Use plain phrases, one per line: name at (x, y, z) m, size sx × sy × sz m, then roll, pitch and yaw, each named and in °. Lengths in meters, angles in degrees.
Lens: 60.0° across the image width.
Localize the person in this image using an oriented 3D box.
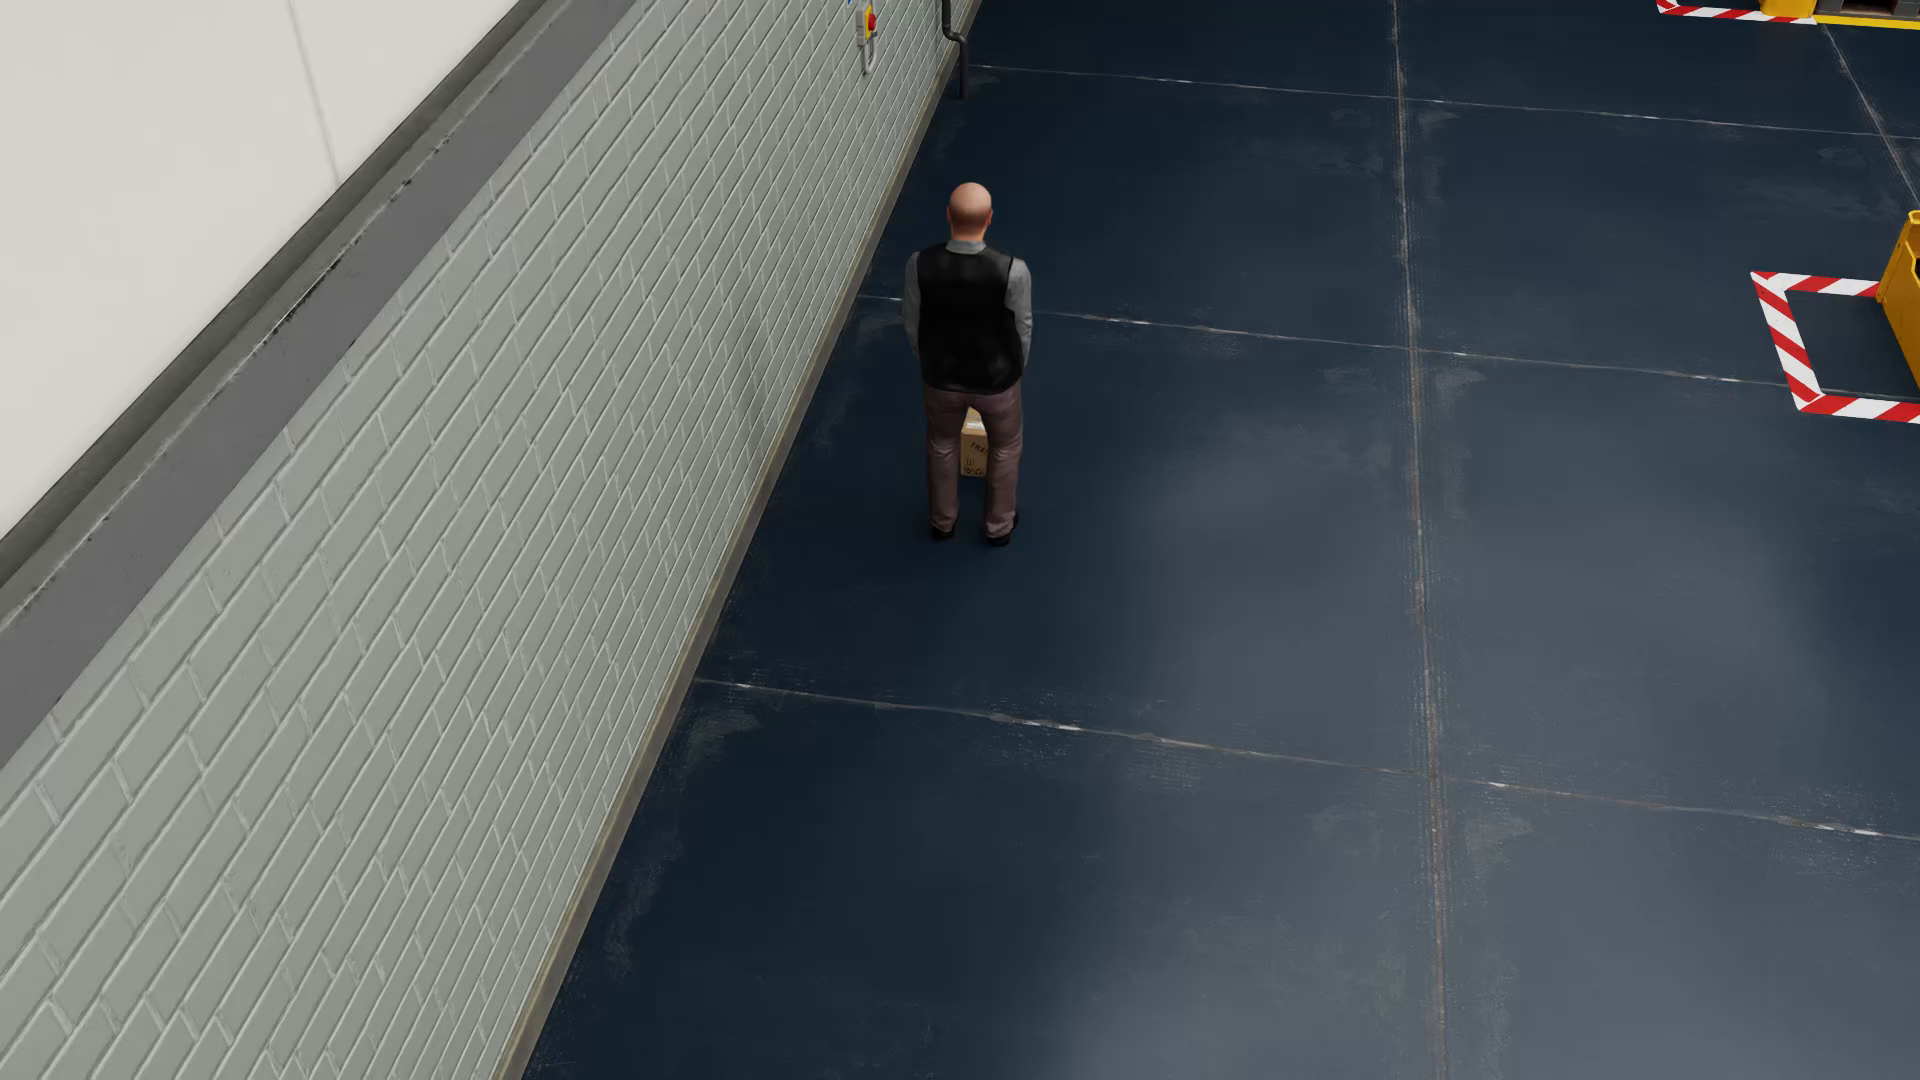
person at (0.028, -0.703, 7.036) m, size 0.549 × 1.692 × 0.390 m, roll 7°, pitch 41°, yaw 9°
